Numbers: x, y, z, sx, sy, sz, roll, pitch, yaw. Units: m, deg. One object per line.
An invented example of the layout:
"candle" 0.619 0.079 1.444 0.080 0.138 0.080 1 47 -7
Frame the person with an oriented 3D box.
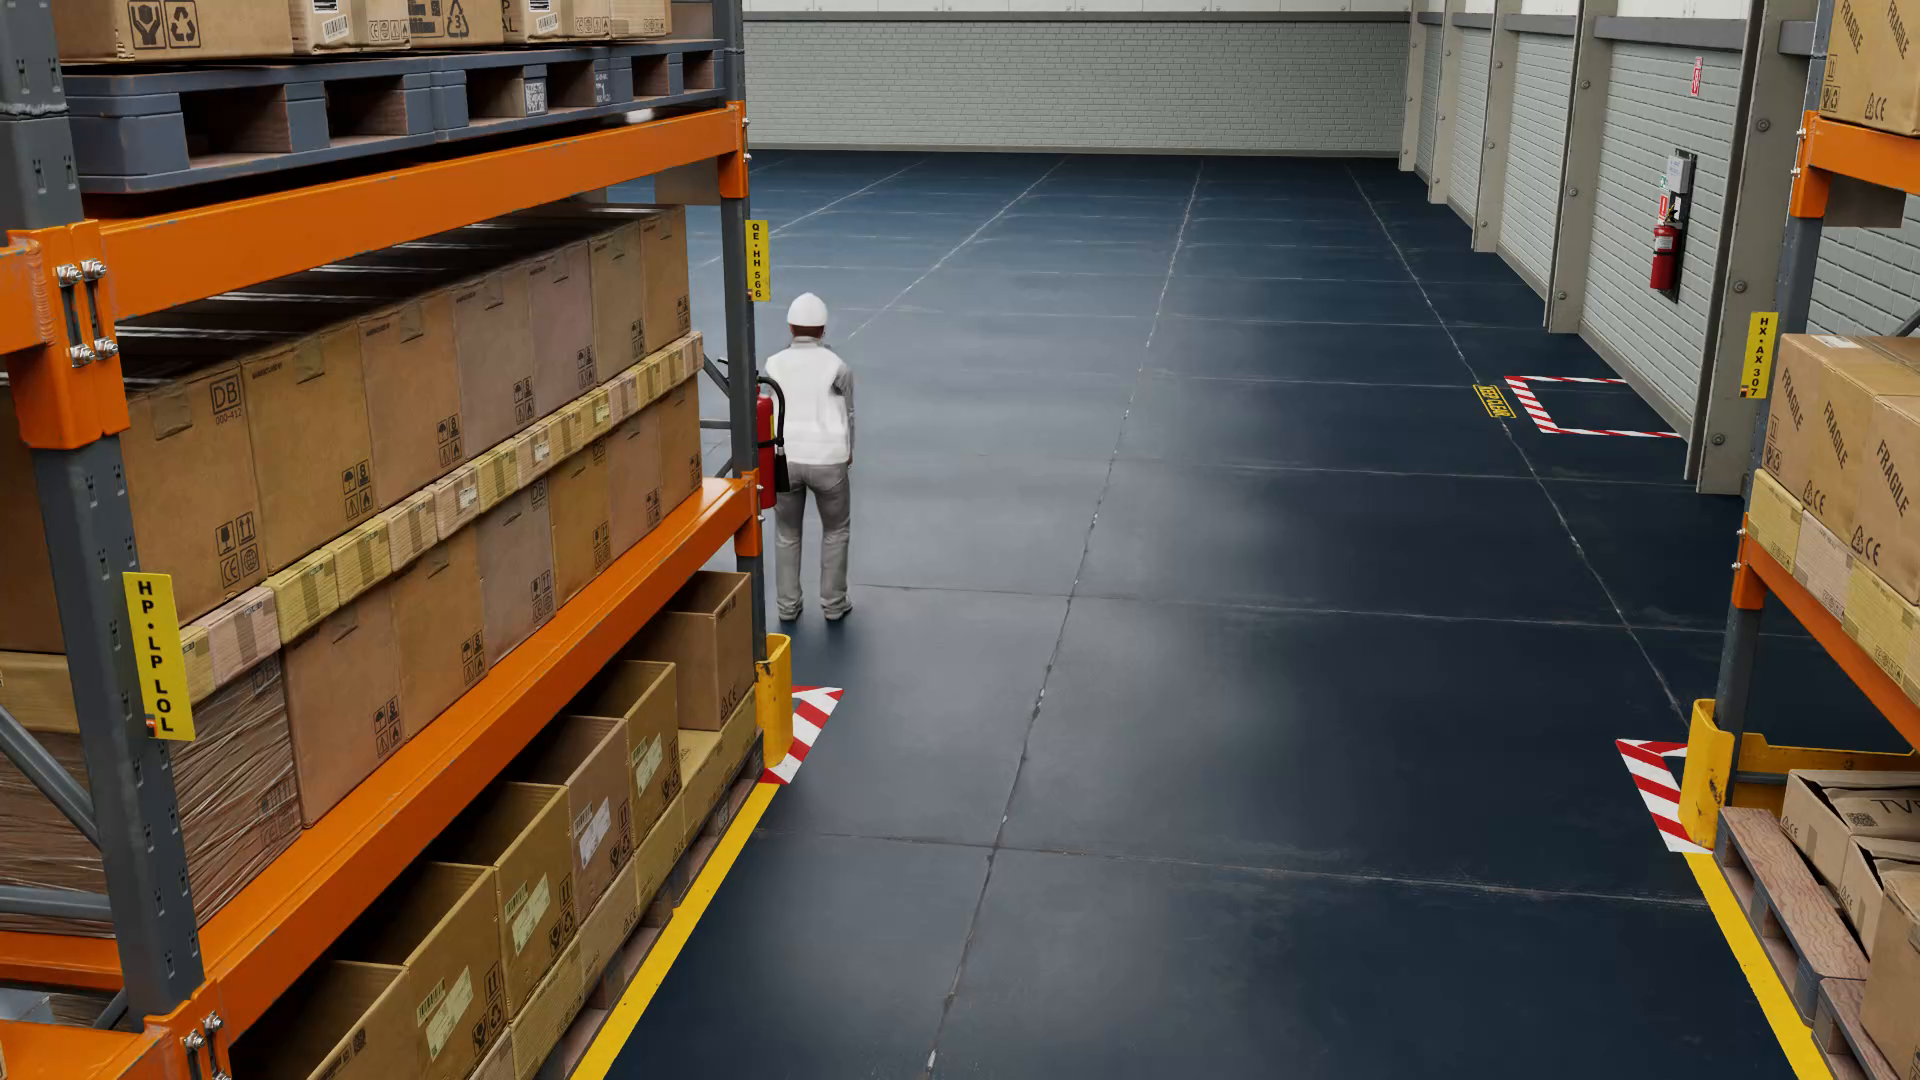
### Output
"person" -0.805 -0.443 8.935 0.486 1.754 0.582 3 18 8
